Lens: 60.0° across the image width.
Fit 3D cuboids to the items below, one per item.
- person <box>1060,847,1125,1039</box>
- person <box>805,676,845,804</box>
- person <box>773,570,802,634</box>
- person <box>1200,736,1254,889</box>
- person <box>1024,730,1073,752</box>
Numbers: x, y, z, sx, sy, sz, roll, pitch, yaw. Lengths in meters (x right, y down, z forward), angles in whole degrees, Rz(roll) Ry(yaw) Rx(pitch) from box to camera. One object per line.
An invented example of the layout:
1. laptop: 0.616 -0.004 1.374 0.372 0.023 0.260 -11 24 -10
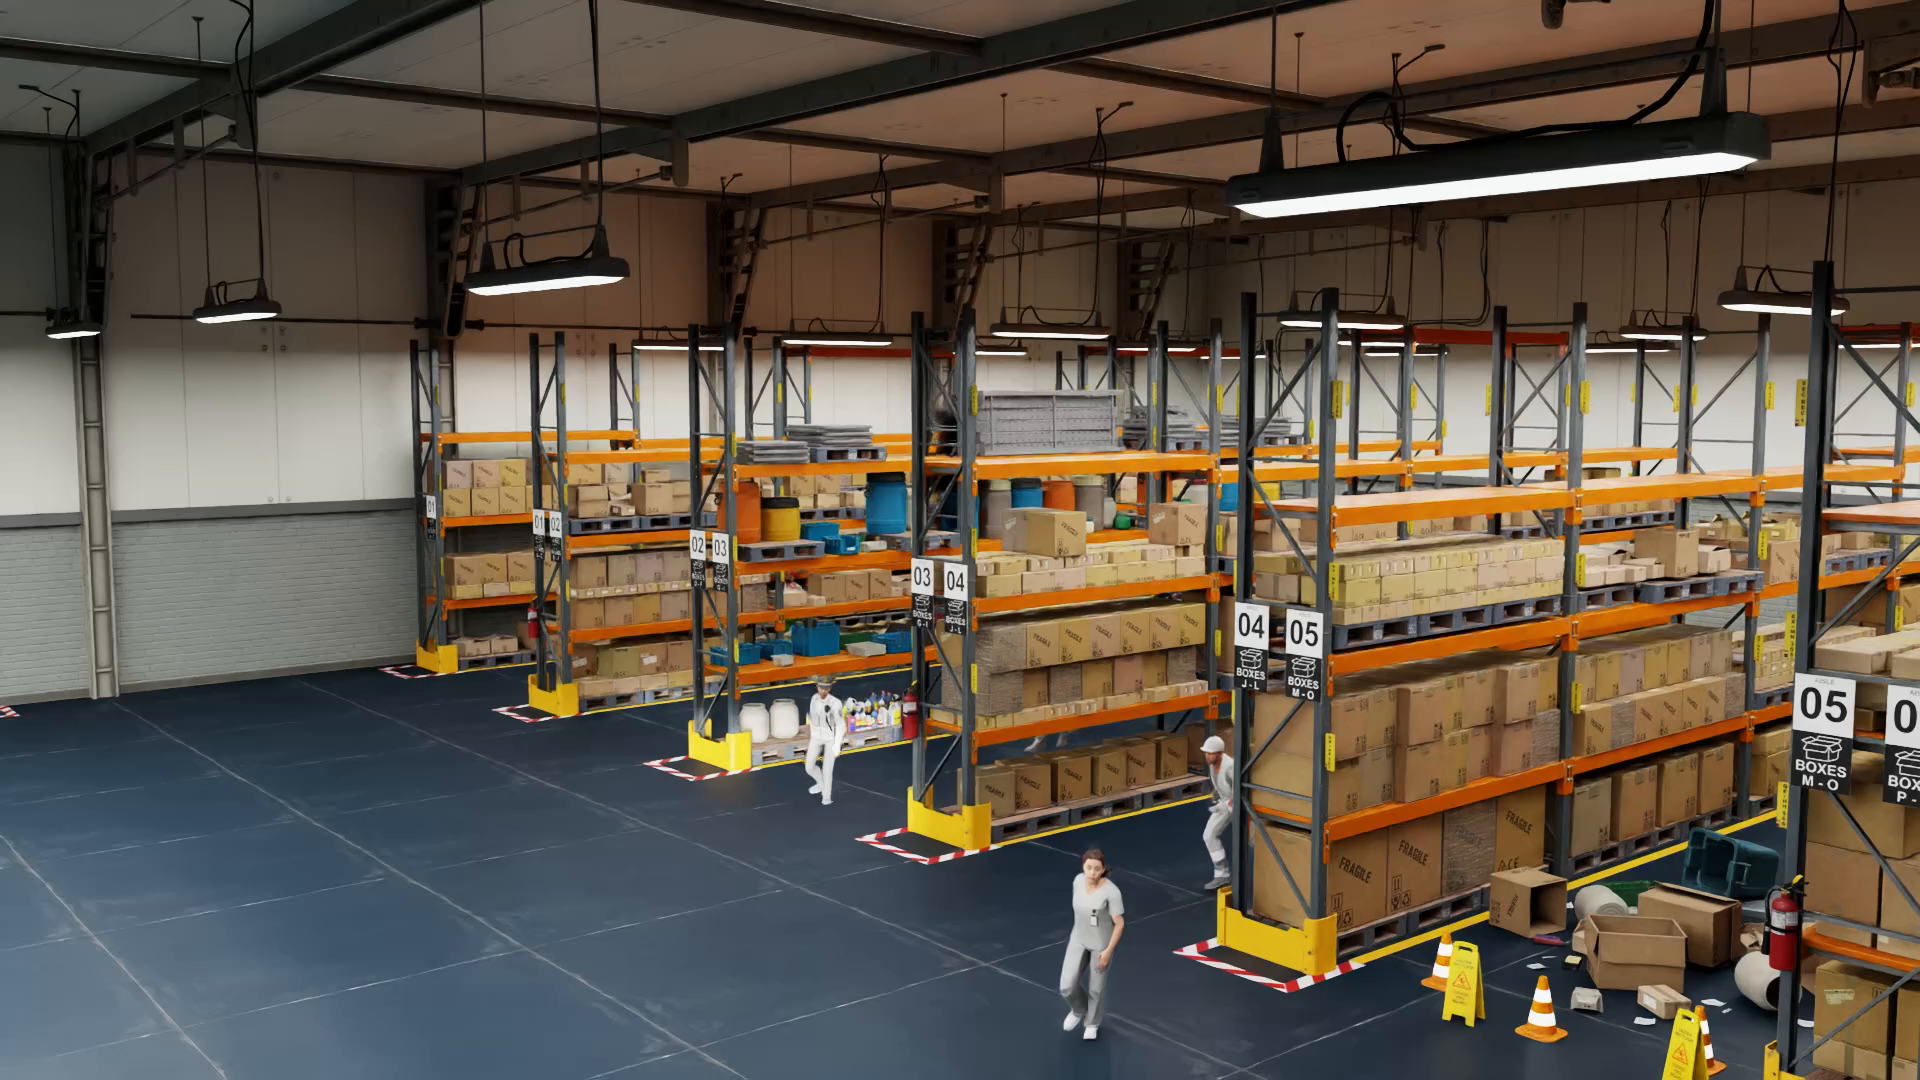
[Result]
1. person: 1.044 3.157 12.985 0.563 1.609 0.655 2 6 24
2. person: -1.665 2.462 20.558 0.633 1.635 0.539 2 6 23
3. person: -3.263 1.393 31.343 0.586 1.743 0.654 -5 7 -42
4. person: 2.910 2.768 17.200 1.141 1.602 0.688 -4 6 -33
5. person: 1.221 1.943 22.280 0.697 1.791 0.689 -3 6 -25
